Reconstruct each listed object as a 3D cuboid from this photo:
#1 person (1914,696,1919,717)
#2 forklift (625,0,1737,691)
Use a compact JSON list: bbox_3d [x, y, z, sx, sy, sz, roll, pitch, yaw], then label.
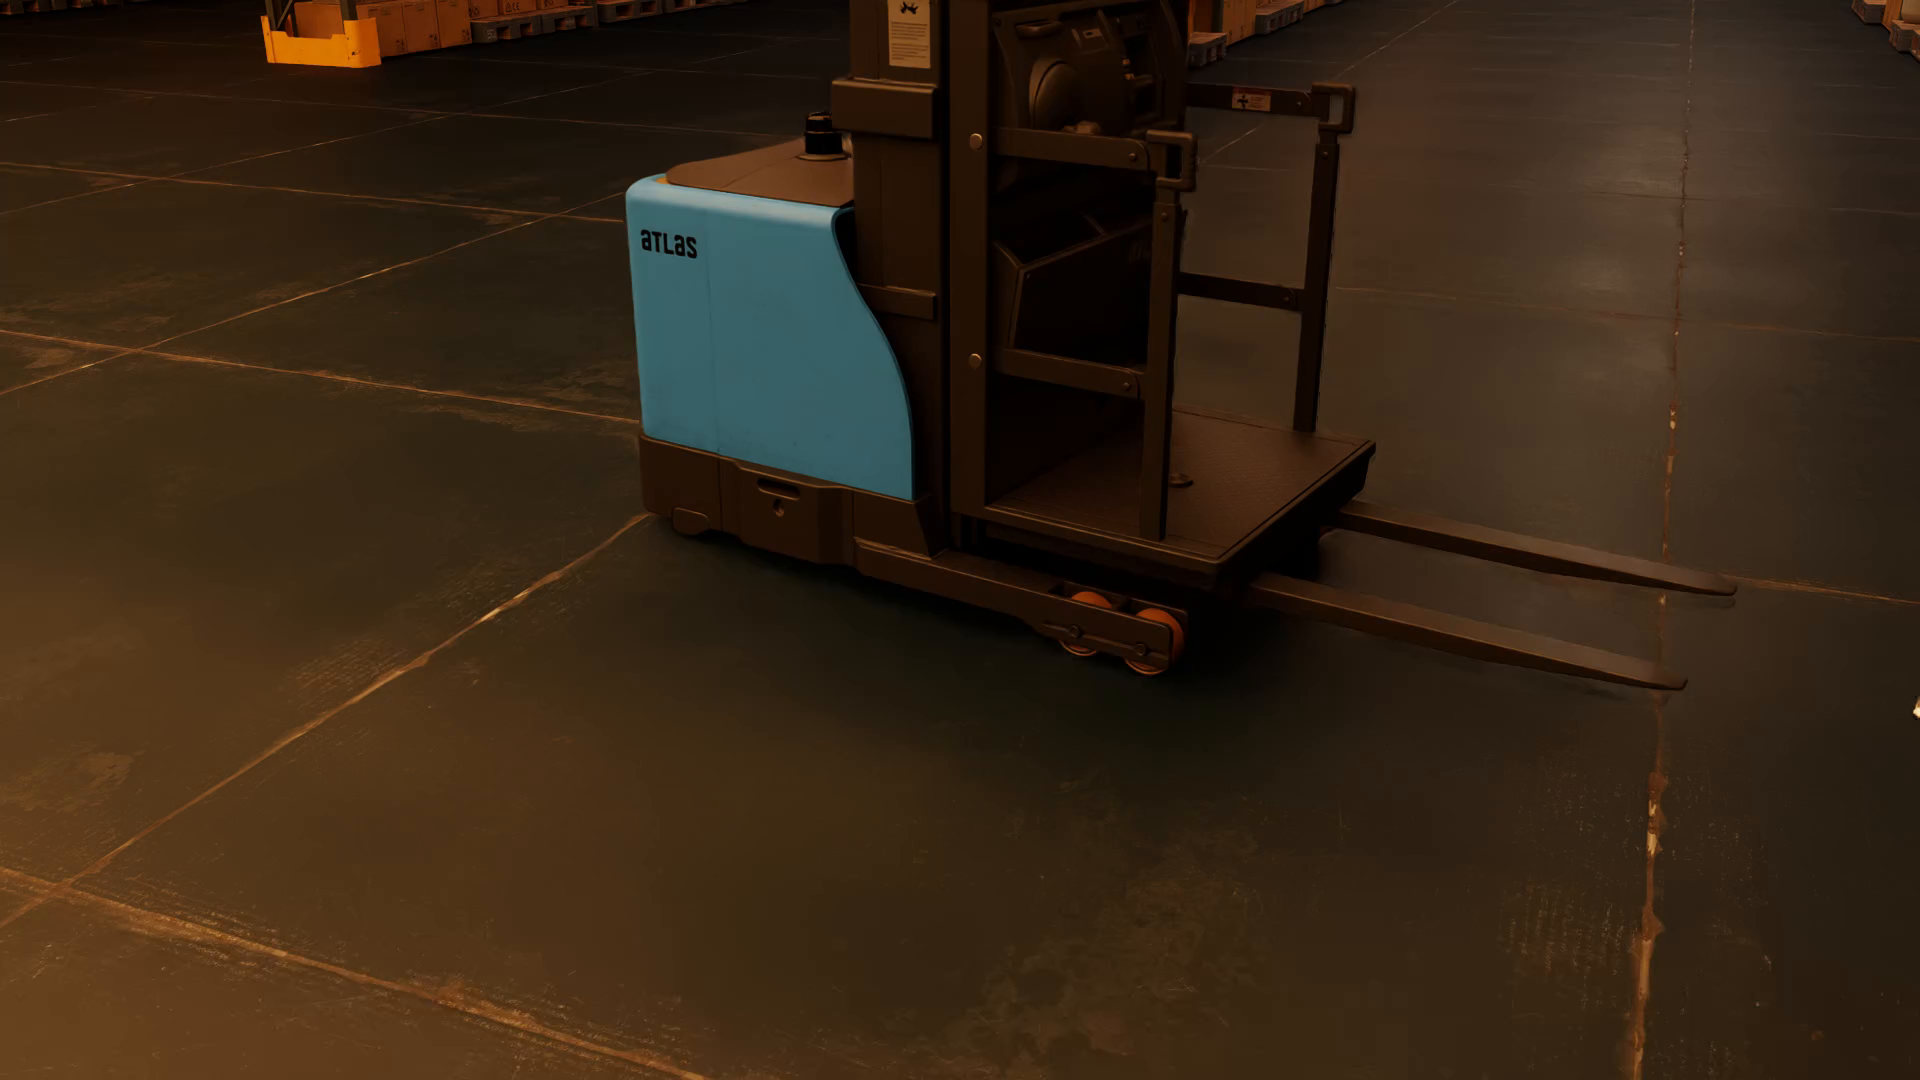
[{"bbox_3d":[2.624,-0.228,3.676,0.522,1.503,0.651,-11,25,-25],"label":"person"},{"bbox_3d":[0.529,-1.240,4.259,3.031,2.935,1.130,14,27,30],"label":"forklift"}]
